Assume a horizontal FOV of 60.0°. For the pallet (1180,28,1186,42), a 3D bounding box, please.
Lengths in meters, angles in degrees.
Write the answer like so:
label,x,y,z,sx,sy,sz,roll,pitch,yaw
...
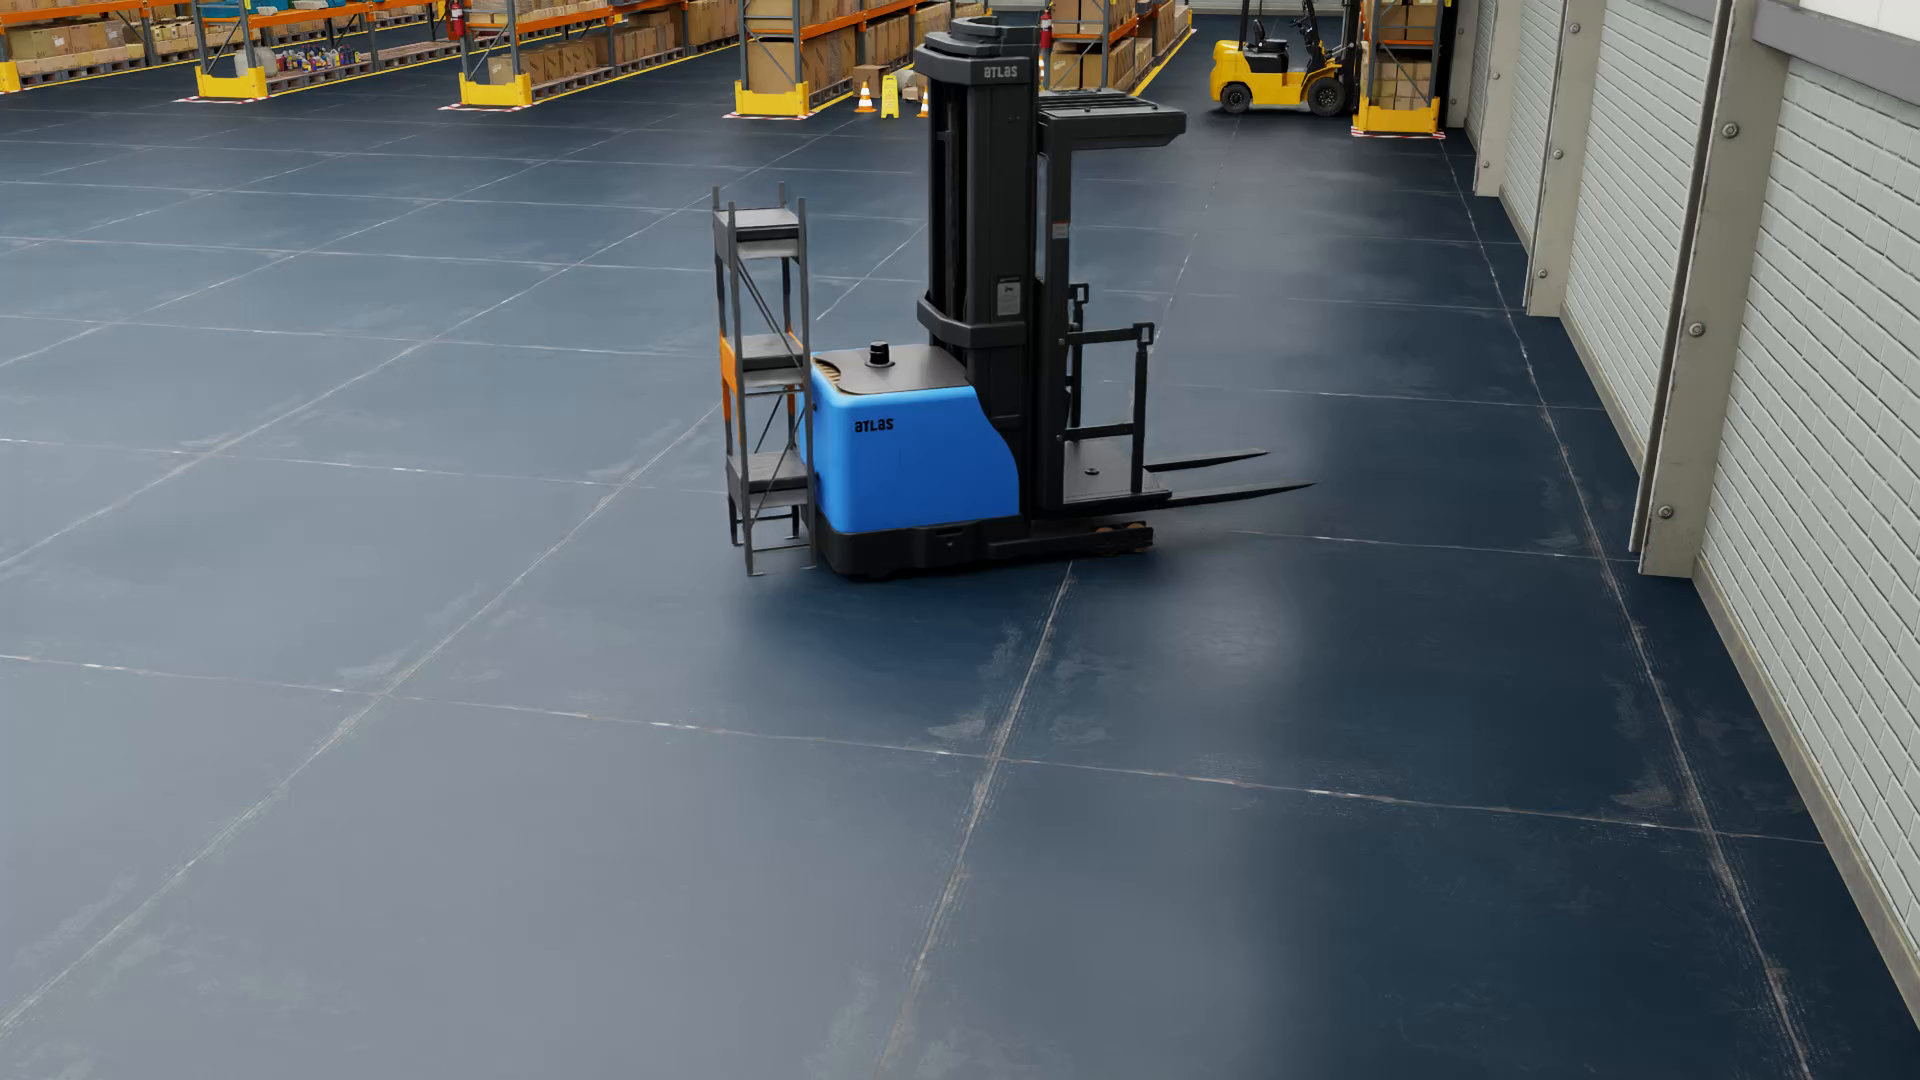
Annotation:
label,x,y,z,sx,sy,sz,roll,pitch,yaw
pallet,4.740,-11.849,38.992,1.003,0.211,1.213,4,22,11

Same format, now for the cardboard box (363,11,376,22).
label,x,y,z,sx,sy,sz,roll,pitch,yaw
cardboard box,-14.839,-13.029,41.199,0.500,0.311,0.500,4,22,11

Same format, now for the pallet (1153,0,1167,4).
label,x,y,z,sx,sy,sz,roll,pitch,yaw
pallet,3.404,-10.602,32.420,1.213,0.211,1.003,4,22,11

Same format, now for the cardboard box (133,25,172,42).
label,x,y,z,sx,sy,sz,roll,pitch,yaw
cardboard box,-16.441,-10.321,33.832,0.500,0.311,0.500,5,22,11

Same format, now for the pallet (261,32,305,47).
label,x,y,z,sx,sy,sz,roll,pitch,yaw
pallet,-15.764,-11.449,37.998,1.003,0.211,1.213,4,22,11

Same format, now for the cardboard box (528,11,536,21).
label,x,y,z,sx,sy,sz,roll,pitch,yaw
cardboard box,-7.461,-8.939,28.371,0.380,0.149,0.250,4,22,11

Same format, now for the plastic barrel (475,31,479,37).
label,x,y,z,sx,sy,sz,roll,pitch,yaw
plastic barrel,-10.994,-11.527,37.228,0.421,0.512,0.421,0,22,0

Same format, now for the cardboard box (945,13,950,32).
label,x,y,z,sx,sy,sz,roll,pitch,yaw
cardboard box,-0.509,-11.509,37.198,0.500,0.500,0.500,4,22,10

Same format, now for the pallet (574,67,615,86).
label,x,y,z,sx,sy,sz,roll,pitch,yaw
pallet,-7.175,-8.711,31.199,1.003,0.211,1.213,4,22,11

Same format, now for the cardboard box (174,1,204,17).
label,x,y,z,sx,sy,sz,roll,pitch,yaw
cardboard box,-19.734,-13.612,42.421,0.700,0.500,0.500,5,22,12

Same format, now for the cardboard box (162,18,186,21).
label,x,y,z,sx,sy,sz,roll,pitch,yaw
cardboard box,-16.657,-10.915,35.308,0.500,0.311,0.500,4,22,10

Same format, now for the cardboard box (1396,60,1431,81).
label,x,y,z,sx,sy,sz,roll,pitch,yaw
cardboard box,6.957,-7.202,25.500,0.500,0.250,0.500,4,22,10

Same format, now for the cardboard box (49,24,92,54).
label,x,y,z,sx,sy,sz,roll,pitch,yaw
cardboard box,-16.950,-9.541,31.643,0.500,0.500,0.500,4,22,11

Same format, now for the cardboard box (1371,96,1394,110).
label,x,y,z,sx,sy,sz,roll,pitch,yaw
cardboard box,6.460,-6.772,25.773,0.500,0.250,0.500,5,22,11

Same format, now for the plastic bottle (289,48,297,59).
label,x,y,z,sx,sy,sz,roll,pitch,yaw
plastic bottle,-12.617,-9.117,31.433,0.144,0.351,0.185,4,22,10

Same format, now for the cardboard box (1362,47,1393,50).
label,x,y,z,sx,sy,sz,roll,pitch,yaw
cardboard box,6.879,-7.981,27.435,0.500,0.250,0.500,5,23,13

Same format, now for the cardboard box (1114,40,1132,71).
label,x,y,z,sx,sy,sz,roll,pitch,yaw
cardboard box,2.669,-8.341,28.664,0.500,0.500,0.500,5,22,12

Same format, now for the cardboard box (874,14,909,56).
label,x,y,z,sx,sy,sz,roll,pitch,yaw
cardboard box,-1.633,-10.236,33.703,1.050,0.750,0.750,4,22,10

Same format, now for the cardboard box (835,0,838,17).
label,x,y,z,sx,sy,sz,roll,pitch,yaw
cardboard box,-2.616,-9.380,28.927,0.875,0.550,0.550,4,22,11

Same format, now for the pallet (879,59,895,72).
label,x,y,z,sx,sy,sz,roll,pitch,yaw
pallet,-1.907,-9.279,32.612,1.003,0.211,1.213,4,22,11

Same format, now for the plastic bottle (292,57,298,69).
label,x,y,z,sx,sy,sz,roll,pitch,yaw
plastic bottle,-12.528,-8.987,31.309,0.097,0.201,0.097,0,22,0

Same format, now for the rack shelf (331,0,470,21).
label,x,y,z,sx,sy,sz,roll,pitch,yaw
rack shelf,-11.513,-11.028,34.183,1.077,0.370,4.000,4,22,11

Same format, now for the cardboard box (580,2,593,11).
label,x,y,z,sx,sy,sz,roll,pitch,yaw
cardboard box,-6.940,-9.757,30.402,0.380,0.149,0.250,4,22,11

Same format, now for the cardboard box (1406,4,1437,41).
label,x,y,z,sx,sy,sz,roll,pitch,yaw
cardboard box,7.046,-7.863,25.229,0.500,0.500,0.500,5,23,13

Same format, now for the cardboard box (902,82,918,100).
label,x,y,z,sx,sy,sz,roll,pitch,yaw
cardboard box,-0.785,-7.800,28.866,0.396,0.266,0.258,8,23,20

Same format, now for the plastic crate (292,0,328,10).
label,x,y,z,sx,sy,sz,roll,pitch,yaw
plastic crate,-12.004,-9.895,30.759,0.530,0.136,0.437,4,22,11

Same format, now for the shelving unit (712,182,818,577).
label,x,y,z,sx,sy,sz,roll,pitch,yaw
shelving unit,-1.077,-0.877,9.220,0.431,2.100,0.503,-7,23,-16

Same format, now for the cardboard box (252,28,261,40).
label,x,y,z,sx,sy,sz,roll,pitch,yaw
cardboard box,-15.822,-11.180,36.717,0.500,0.250,0.500,5,22,12

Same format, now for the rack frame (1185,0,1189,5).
label,x,y,z,sx,sy,sz,roll,pitch,yaw
rack frame,5.078,-13.886,40.316,1.000,3.000,0.127,4,22,11

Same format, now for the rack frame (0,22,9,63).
label,x,y,z,sx,sy,sz,roll,pitch,yaw
rack frame,-17.585,-9.546,29.541,1.000,3.000,0.127,4,22,11

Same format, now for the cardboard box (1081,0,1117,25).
label,x,y,z,sx,sy,sz,roll,pitch,yaw
cardboard box,2.181,-8.371,26.090,0.500,0.500,0.500,4,22,10

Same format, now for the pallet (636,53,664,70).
label,x,y,z,sx,sy,sz,roll,pitch,yaw
pallet,-6.668,-9.691,33.634,1.003,0.211,1.213,4,22,11

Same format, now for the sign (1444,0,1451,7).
label,x,y,z,sx,sy,sz,roll,pitch,yaw
sign,7.215,-8.051,24.564,0.100,0.325,0.005,4,22,11

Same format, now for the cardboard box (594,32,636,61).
label,x,y,z,sx,sy,sz,roll,pitch,yaw
cardboard box,-6.810,-9.693,32.663,0.700,0.500,0.500,4,22,11

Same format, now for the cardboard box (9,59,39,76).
label,x,y,z,sx,sy,sz,roll,pitch,yaw
cardboard box,-17.258,-8.645,30.421,0.500,0.250,0.500,4,22,11

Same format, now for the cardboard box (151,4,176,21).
label,x,y,z,sx,sy,sz,roll,pitch,yaw
cardboard box,-19.992,-13.261,41.081,0.750,0.750,0.750,5,22,12

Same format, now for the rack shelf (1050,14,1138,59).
label,x,y,z,sx,sy,sz,roll,pitch,yaw
rack shelf,2.221,-8.432,27.738,1.077,0.370,4.000,4,22,11

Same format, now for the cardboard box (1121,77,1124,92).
label,x,y,z,sx,sy,sz,roll,pitch,yaw
cardboard box,2.459,-7.614,27.862,0.500,0.250,0.500,6,23,15

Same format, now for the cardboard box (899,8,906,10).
label,x,y,z,sx,sy,sz,roll,pitch,yaw
cardboard box,-1.446,-11.139,35.277,0.500,0.250,0.500,5,22,12

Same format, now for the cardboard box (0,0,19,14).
label,x,y,z,sx,sy,sz,roll,pitch,yaw
cardboard box,-17.478,-9.762,29.944,0.700,0.500,0.500,4,22,11

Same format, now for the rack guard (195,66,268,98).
label,x,y,z,sx,sy,sz,roll,pitch,yaw
rack guard,-12.768,-8.039,29.145,1.175,0.500,0.348,4,22,11

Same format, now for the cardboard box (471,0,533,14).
label,x,y,z,sx,sy,sz,roll,pitch,yaw
cardboard box,-7.749,-9.173,28.083,0.875,0.500,0.500,4,22,11

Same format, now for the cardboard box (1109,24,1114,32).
label,x,y,z,sx,sy,sz,roll,pitch,yaw
cardboard box,2.256,-8.210,26.561,0.380,0.149,0.250,4,22,9

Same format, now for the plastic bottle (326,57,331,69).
label,x,y,z,sx,sy,sz,roll,pitch,yaw
plastic bottle,-11.910,-8.986,31.307,0.097,0.201,0.097,0,22,0

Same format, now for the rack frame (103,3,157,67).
label,x,y,z,sx,sy,sz,roll,pitch,yaw
rack frame,-16.769,-11.009,33.174,1.000,3.000,0.127,4,22,11

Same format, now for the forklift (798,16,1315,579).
label,x,y,z,sx,sy,sz,roll,pitch,yaw
forklift,0.614,-1.446,9.522,3.031,2.935,1.130,-7,23,-16

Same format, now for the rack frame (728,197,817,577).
label,x,y,z,sx,sy,sz,roll,pitch,yaw
rack frame,-1.004,-0.790,9.004,0.400,2.100,0.015,-7,23,-16

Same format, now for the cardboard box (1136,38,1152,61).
label,x,y,z,sx,sy,sz,roll,pitch,yaw
cardboard box,3.320,-9.730,32.953,0.950,0.372,0.625,3,22,7
